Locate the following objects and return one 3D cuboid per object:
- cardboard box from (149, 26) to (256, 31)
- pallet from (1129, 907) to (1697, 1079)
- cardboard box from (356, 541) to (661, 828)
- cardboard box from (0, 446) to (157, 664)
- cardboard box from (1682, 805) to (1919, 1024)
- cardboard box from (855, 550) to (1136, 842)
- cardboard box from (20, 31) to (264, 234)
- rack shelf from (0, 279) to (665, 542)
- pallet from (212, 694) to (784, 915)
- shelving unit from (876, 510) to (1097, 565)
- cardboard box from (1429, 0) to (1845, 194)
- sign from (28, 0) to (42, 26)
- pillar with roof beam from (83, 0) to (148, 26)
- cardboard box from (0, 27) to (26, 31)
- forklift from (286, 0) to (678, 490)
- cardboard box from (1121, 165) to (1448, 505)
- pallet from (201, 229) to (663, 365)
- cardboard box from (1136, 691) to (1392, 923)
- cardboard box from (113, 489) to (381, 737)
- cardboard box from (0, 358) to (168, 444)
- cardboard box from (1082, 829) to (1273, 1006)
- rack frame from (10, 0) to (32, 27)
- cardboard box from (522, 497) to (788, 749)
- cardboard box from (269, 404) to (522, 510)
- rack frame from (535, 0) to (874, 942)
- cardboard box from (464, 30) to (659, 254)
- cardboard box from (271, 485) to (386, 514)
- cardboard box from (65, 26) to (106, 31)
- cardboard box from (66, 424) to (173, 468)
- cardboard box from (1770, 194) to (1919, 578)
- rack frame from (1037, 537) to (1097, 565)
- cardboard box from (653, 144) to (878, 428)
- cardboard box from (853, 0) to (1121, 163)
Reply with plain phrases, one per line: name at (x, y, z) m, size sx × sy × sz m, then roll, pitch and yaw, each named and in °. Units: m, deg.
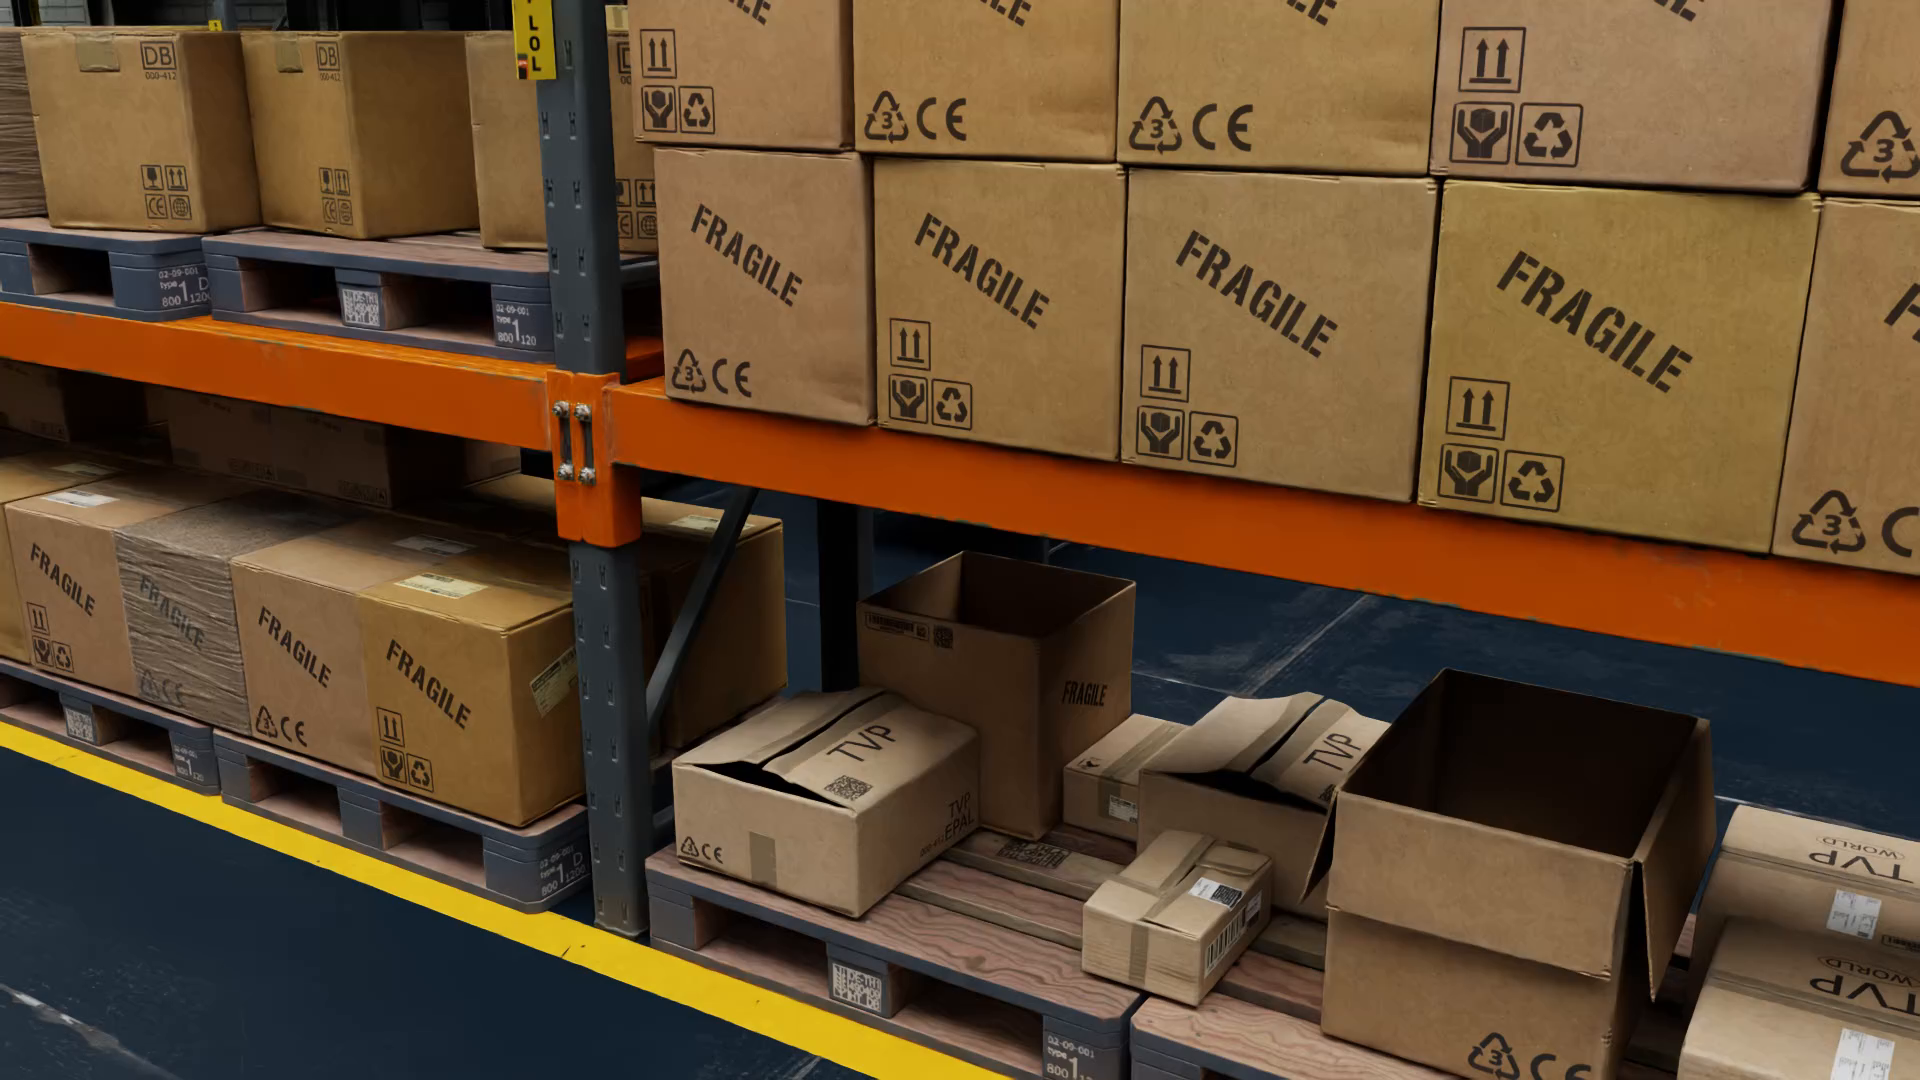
cardboard box at (-5.334, -3.378, 11.776) m, size 0.500 × 0.500 × 0.500 m, roll 10°, pitch 20°, yaw 30°
pallet at (1.087, 0.982, 3.285) m, size 1.213 × 0.211 × 1.003 m, roll 10°, pitch 20°, yaw 30°
cardboard box at (-1.112, 0.339, 4.147) m, size 0.500 × 0.500 × 0.500 m, roll 10°, pitch 20°, yaw 30°
cardboard box at (-2.838, 0.031, 5.163) m, size 0.500 × 0.500 × 0.500 m, roll 10°, pitch 19°, yaw 29°
cardboard box at (1.700, 0.766, 3.172) m, size 0.500 × 0.250 × 0.500 m, roll 10°, pitch 20°, yaw 30°
cardboard box at (0.092, 0.360, 4.080) m, size 0.500 × 0.500 × 0.500 m, roll 10°, pitch 20°, yaw 30°
cardboard box at (-2.079, -1.144, 4.593) m, size 0.500 × 0.500 × 0.700 m, roll 5°, pitch 18°, yaw 16°
rack shelf at (-2.246, -0.602, 4.941) m, size 4.000 × 0.370 × 1.077 m, roll 10°, pitch 20°, yaw 30°
pallet at (-1.254, 0.578, 4.616) m, size 1.213 × 0.211 × 1.003 m, roll 10°, pitch 20°, yaw 30°
shelving unit at (0.006, -0.537, 6.714) m, size 1.048 × 1.125 × 0.538 m, roll 10°, pitch 20°, yaw 30°
cardboard box at (1.031, -0.792, 2.436) m, size 0.500 × 0.500 × 0.500 m, roll 11°, pitch 20°, yaw 32°
sign at (-7.870, -4.535, 14.113) m, size 0.005 × 0.325 × 0.100 m, roll 10°, pitch 20°, yaw 30°
pillar with roof beam at (-9.382, -5.607, 9.857) m, size 0.400 × 9.000 × 9.100 m, roll 10°, pitch 20°, yaw 30°
cardboard box at (-7.075, -3.687, 12.791) m, size 0.500 × 0.500 × 0.500 m, roll 9°, pitch 19°, yaw 28°
forklift at (-2.756, -1.760, 7.632) m, size 3.031 × 2.935 × 1.130 m, roll 7°, pitch 18°, yaw 23°
cardboard box at (0.613, -0.391, 2.836) m, size 0.500 × 0.500 × 0.500 m, roll 10°, pitch 20°, yaw 30°
pallet at (-1.165, -0.699, 4.352) m, size 1.213 × 0.211 × 1.003 m, roll 10°, pitch 20°, yaw 30°
cardboard box at (0.732, 0.564, 3.732) m, size 0.500 × 0.311 × 0.500 m, roll 10°, pitch 20°, yaw 30°
cardboard box at (-1.956, 0.186, 4.653) m, size 0.500 × 0.500 × 0.500 m, roll 10°, pitch 20°, yaw 31°
cardboard box at (-2.980, -0.532, 5.726) m, size 0.500 × 0.250 × 0.500 m, roll 11°, pitch 20°, yaw 32°
cardboard box at (0.445, 0.749, 3.371) m, size 0.250 × 0.166 × 0.380 m, roll 10°, pitch 20°, yaw 30°
rack frame at (-8.178, -3.695, 13.884) m, size 0.127 × 3.000 × 1.000 m, roll 10°, pitch 20°, yaw 30°
cardboard box at (-0.826, 0.209, 4.575) m, size 0.500 × 0.500 × 0.500 m, roll 9°, pitch 19°, yaw 28°
cardboard box at (-1.678, -0.302, 4.967) m, size 0.500 × 0.250 × 0.500 m, roll 10°, pitch 20°, yaw 30°
rack frame at (-0.542, -0.642, 3.835) m, size 0.127 × 3.000 × 1.000 m, roll 10°, pitch 20°, yaw 30°
cardboard box at (-0.828, -1.018, 4.179) m, size 0.500 × 0.500 × 0.700 m, roll 4°, pitch 17°, yaw 12°
cardboard box at (-1.708, 0.053, 5.089) m, size 0.500 × 0.500 × 0.500 m, roll 10°, pitch 20°, yaw 31°
cardboard box at (-6.186, -3.532, 12.282) m, size 0.500 × 0.500 × 0.500 m, roll 9°, pitch 19°, yaw 28°
cardboard box at (-2.589, -0.102, 5.601) m, size 0.500 × 0.500 × 0.500 m, roll 9°, pitch 19°, yaw 28°
cardboard box at (1.477, -0.238, 2.331) m, size 0.500 × 0.500 × 0.500 m, roll 10°, pitch 20°, yaw 30°
rack frame at (0.439, -0.460, 6.460) m, size 0.032 × 1.125 × 0.500 m, roll 10°, pitch 20°, yaw 30°
cardboard box at (-0.250, -0.545, 3.343) m, size 0.500 × 0.500 × 0.500 m, roll 11°, pitch 20°, yaw 31°
cardboard box at (0.153, -0.949, 2.951) m, size 0.500 × 0.500 × 0.500 m, roll 9°, pitch 19°, yaw 28°
